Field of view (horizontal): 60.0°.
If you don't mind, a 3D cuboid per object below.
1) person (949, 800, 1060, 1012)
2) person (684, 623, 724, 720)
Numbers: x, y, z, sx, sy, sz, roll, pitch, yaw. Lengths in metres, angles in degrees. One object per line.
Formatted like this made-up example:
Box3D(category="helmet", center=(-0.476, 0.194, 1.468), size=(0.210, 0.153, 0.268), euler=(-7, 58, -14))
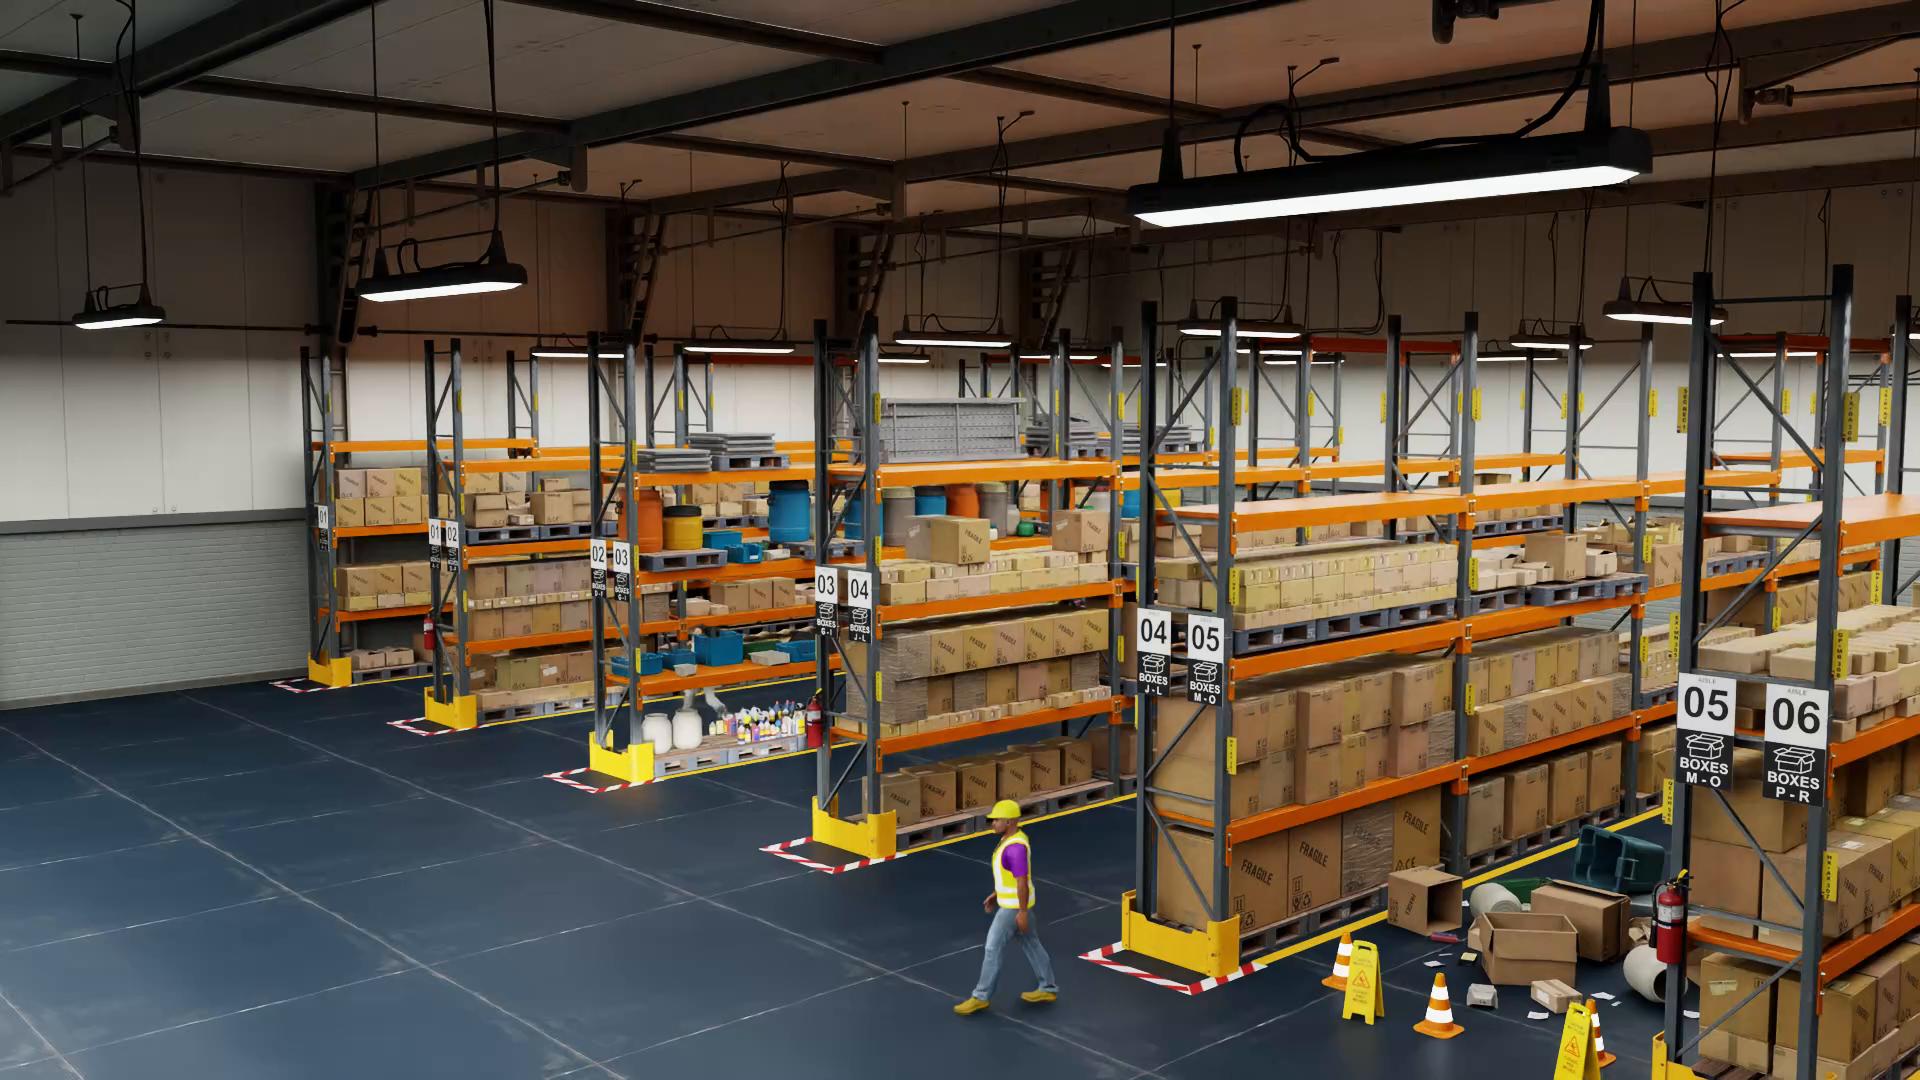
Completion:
Box3D(category="person", center=(0.393, 3.048, 14.002), size=(0.911, 1.722, 0.593), euler=(1, 5, 8))
Box3D(category="person", center=(-3.979, 2.090, 25.669), size=(0.474, 1.637, 0.928), euler=(3, 6, 27))
